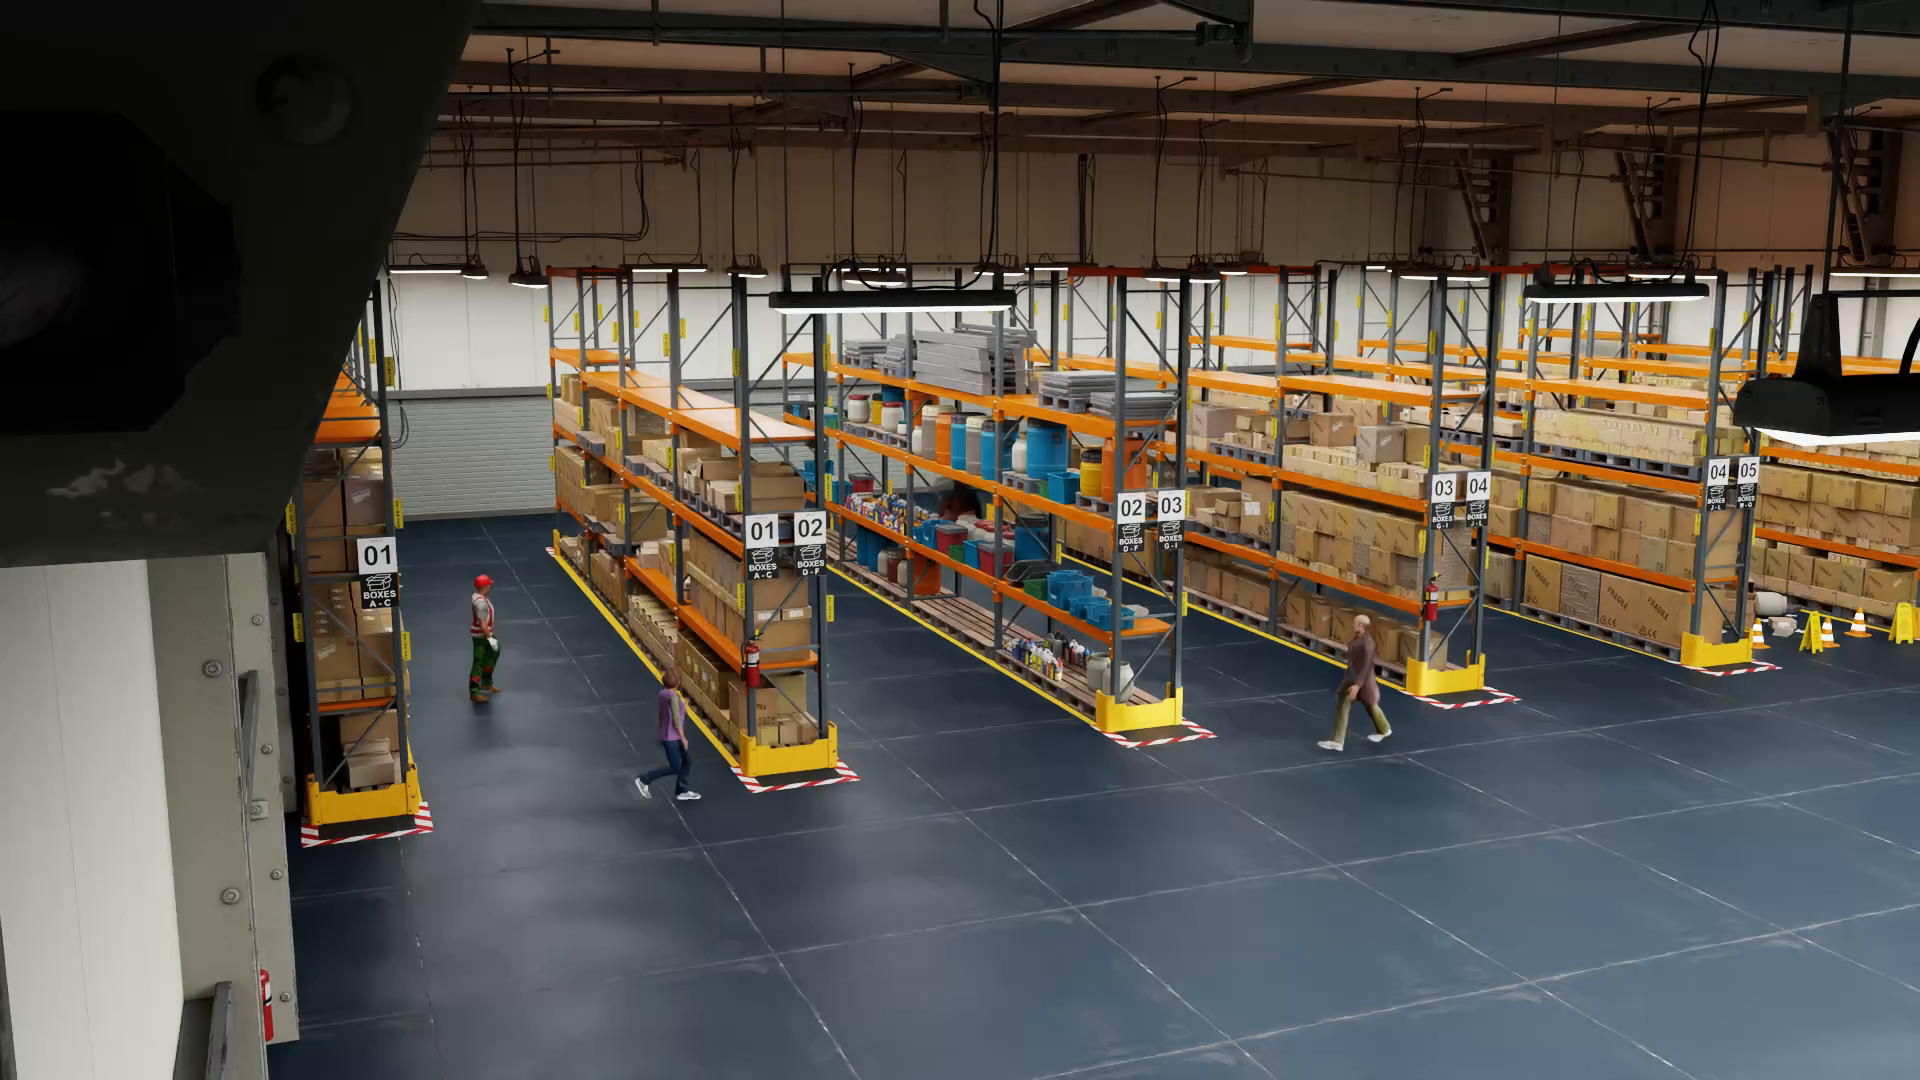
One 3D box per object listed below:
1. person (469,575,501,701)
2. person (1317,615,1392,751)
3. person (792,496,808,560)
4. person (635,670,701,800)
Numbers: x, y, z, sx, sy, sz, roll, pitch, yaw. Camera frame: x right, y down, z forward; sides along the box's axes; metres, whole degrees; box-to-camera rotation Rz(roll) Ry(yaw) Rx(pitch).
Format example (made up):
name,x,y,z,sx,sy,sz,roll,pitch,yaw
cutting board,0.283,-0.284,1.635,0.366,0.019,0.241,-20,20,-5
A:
name,x,y,z,sx,sy,sz,roll,pitch,yaw
person,-6.766,1.380,23.671,0.468,1.812,0.687,-2,10,-9
person,5.102,1.809,21.251,1.117,1.740,0.511,-9,14,-43
person,-2.907,-0.023,30.288,0.649,1.677,1.031,-4,11,-24
person,-3.377,2.261,19.147,0.723,1.564,0.384,0,10,-1
